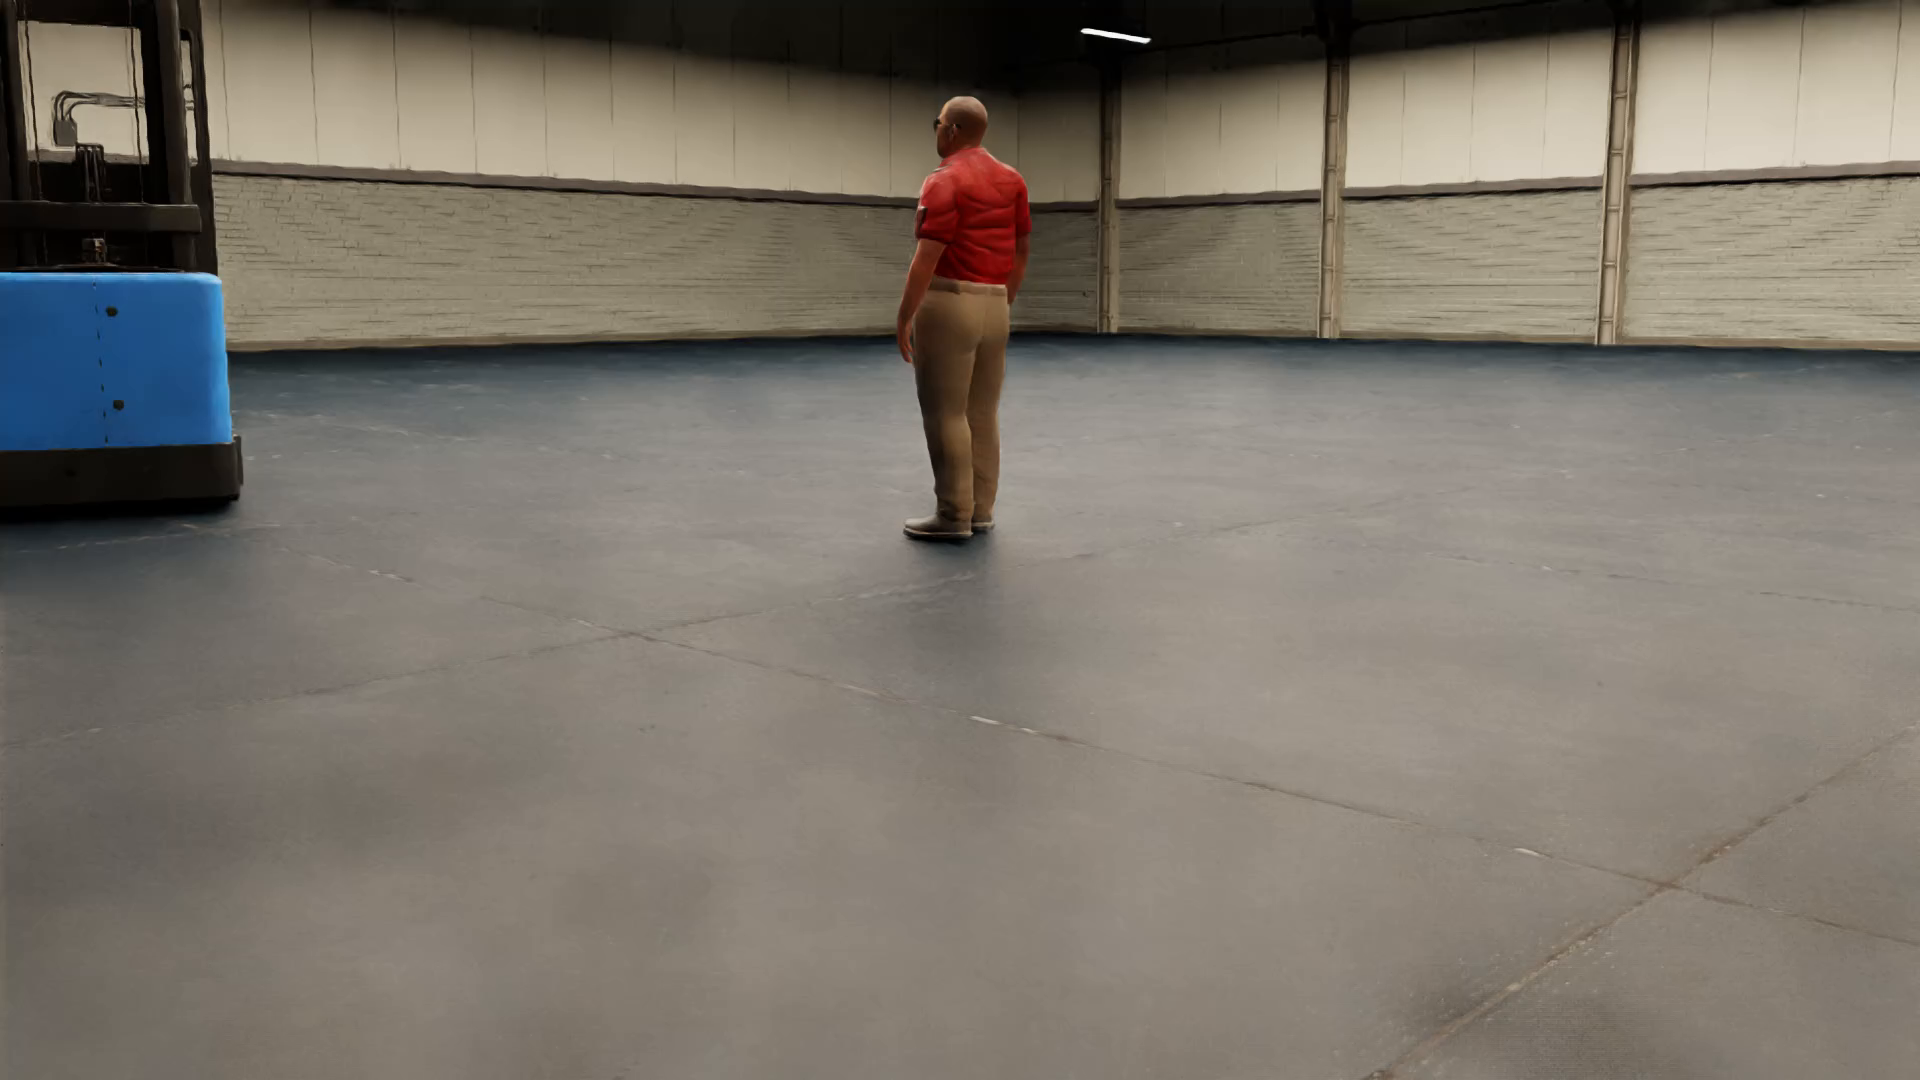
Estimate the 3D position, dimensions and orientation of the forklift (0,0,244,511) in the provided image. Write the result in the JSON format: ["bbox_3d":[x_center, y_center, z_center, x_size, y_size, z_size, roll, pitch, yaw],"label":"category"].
[{"bbox_3d":[-4.416,-1.749,8.488,1.130,2.935,3.031,-4,10,-26],"label":"forklift"}]

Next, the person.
[{"bbox_3d":[-0.056,-0.873,6.658,0.550,1.727,0.640,8,12,43],"label":"person"}]
